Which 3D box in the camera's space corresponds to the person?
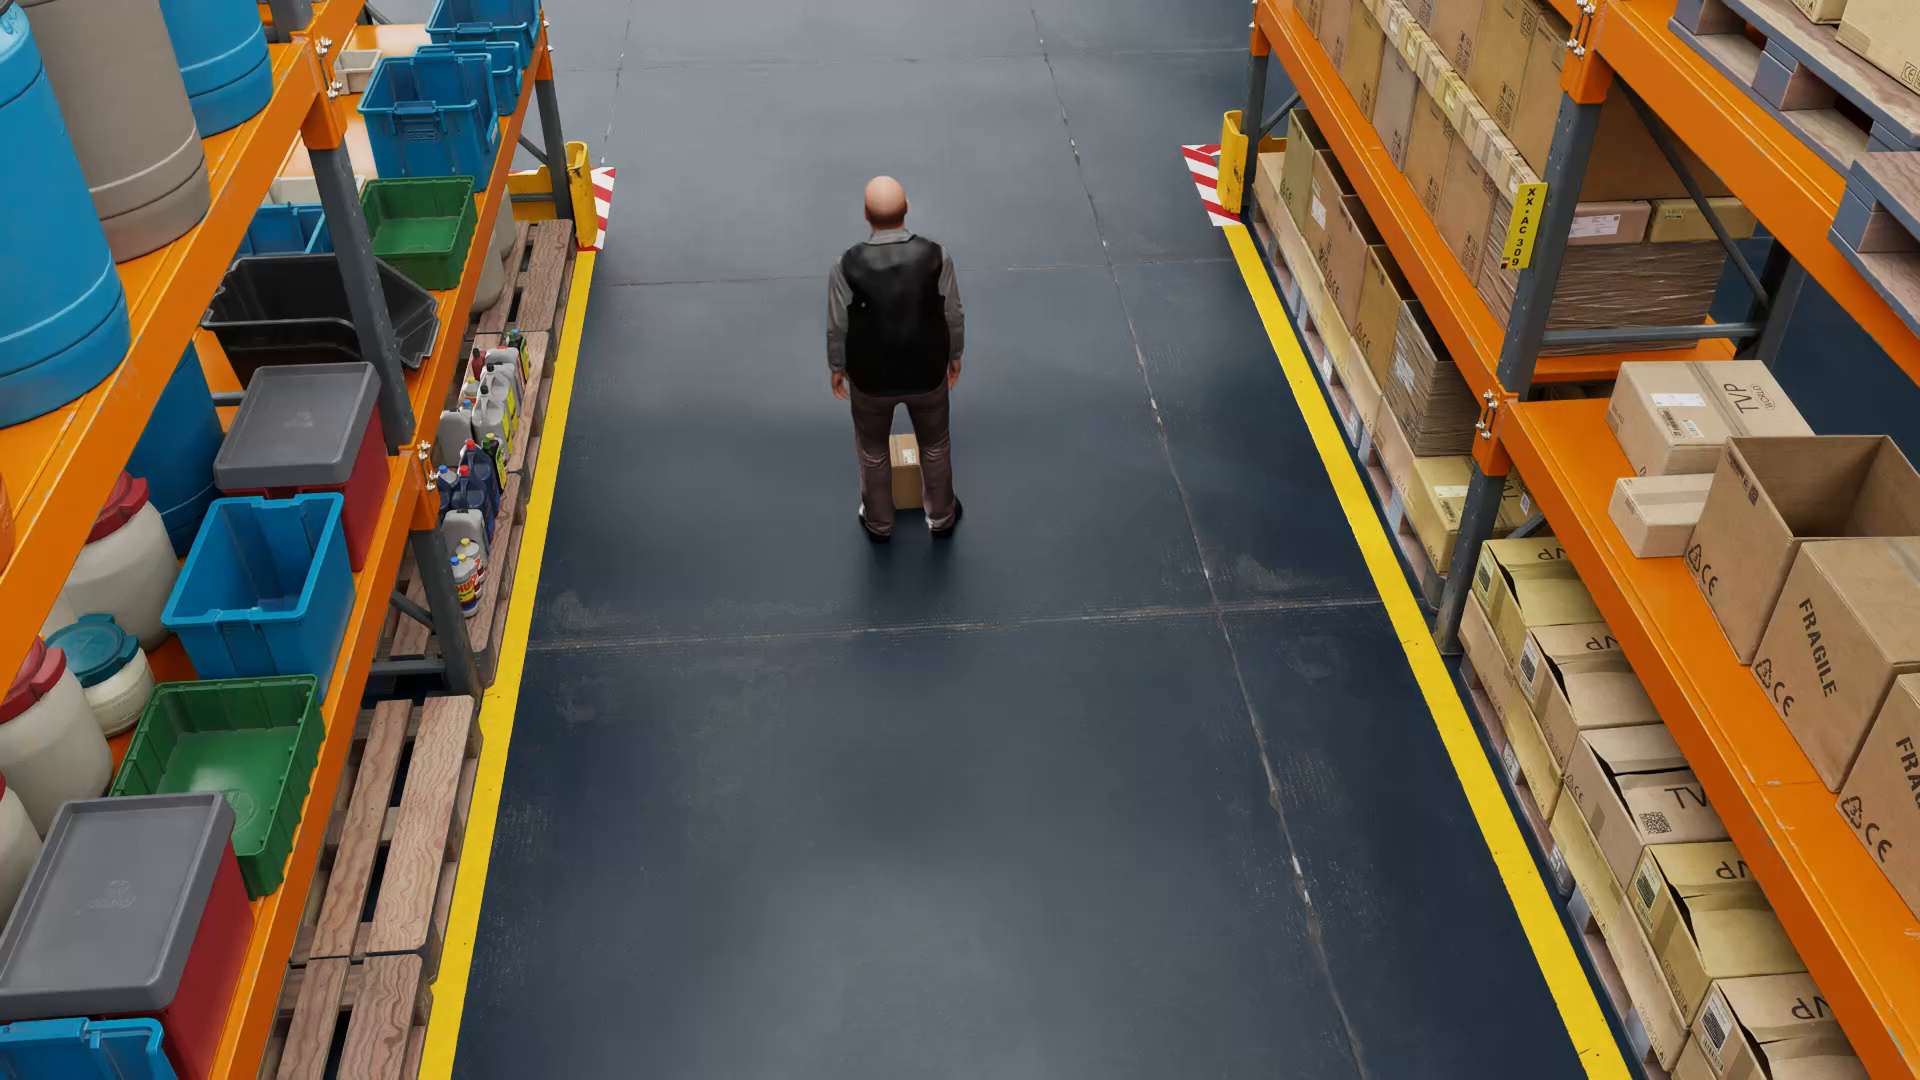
[{"bbox_3d":[-0.266,-0.714,7.059,0.592,1.720,0.425,-5,39,-7],"label":"person"}]
